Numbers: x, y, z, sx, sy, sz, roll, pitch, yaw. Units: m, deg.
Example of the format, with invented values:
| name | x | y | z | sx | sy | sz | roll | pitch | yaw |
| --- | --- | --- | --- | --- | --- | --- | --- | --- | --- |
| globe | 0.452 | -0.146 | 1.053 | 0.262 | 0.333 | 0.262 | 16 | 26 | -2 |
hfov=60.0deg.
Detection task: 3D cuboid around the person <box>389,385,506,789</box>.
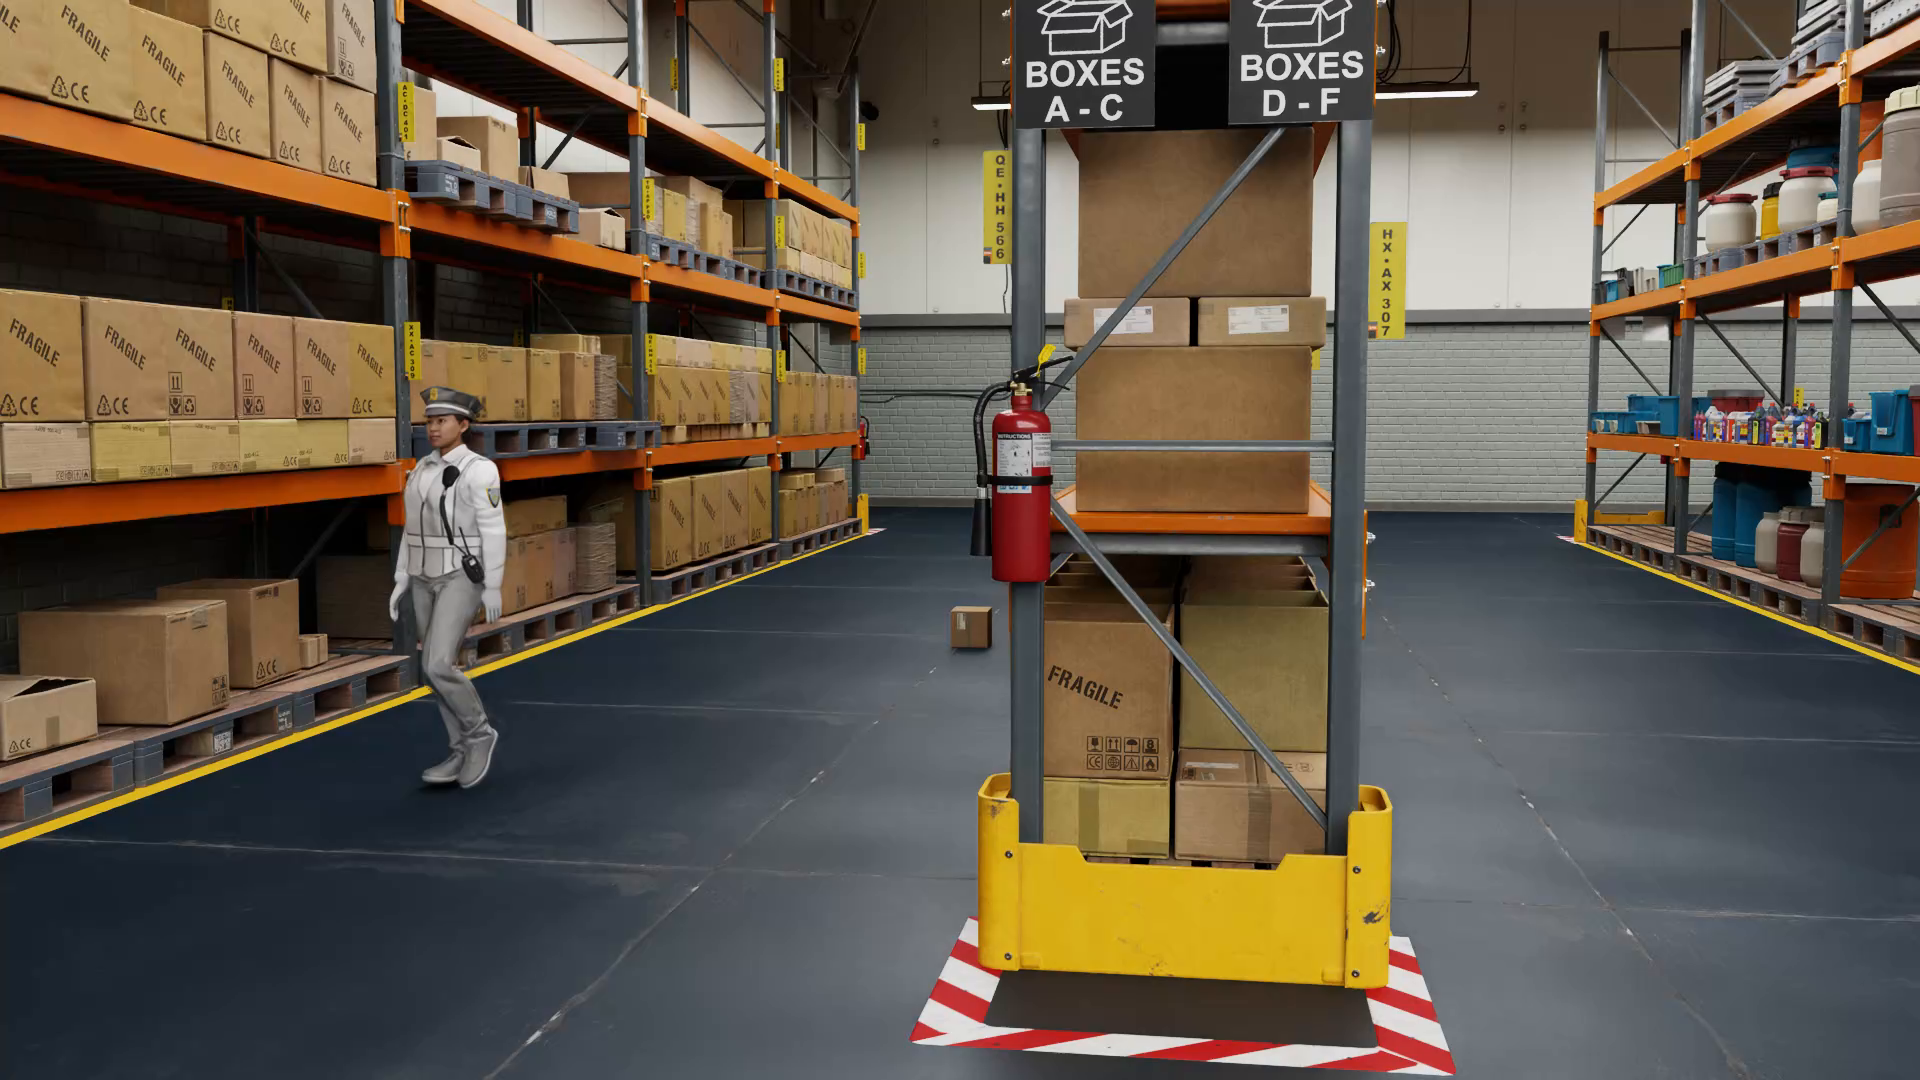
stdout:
| name | x | y | z | sx | sy | sz | roll | pitch | yaw |
| --- | --- | --- | --- | --- | --- | --- | --- | --- | --- |
| person | -2.189 | 0.199 | 7.027 | 0.493 | 1.699 | 0.437 | 3 | 5 | 31 |
